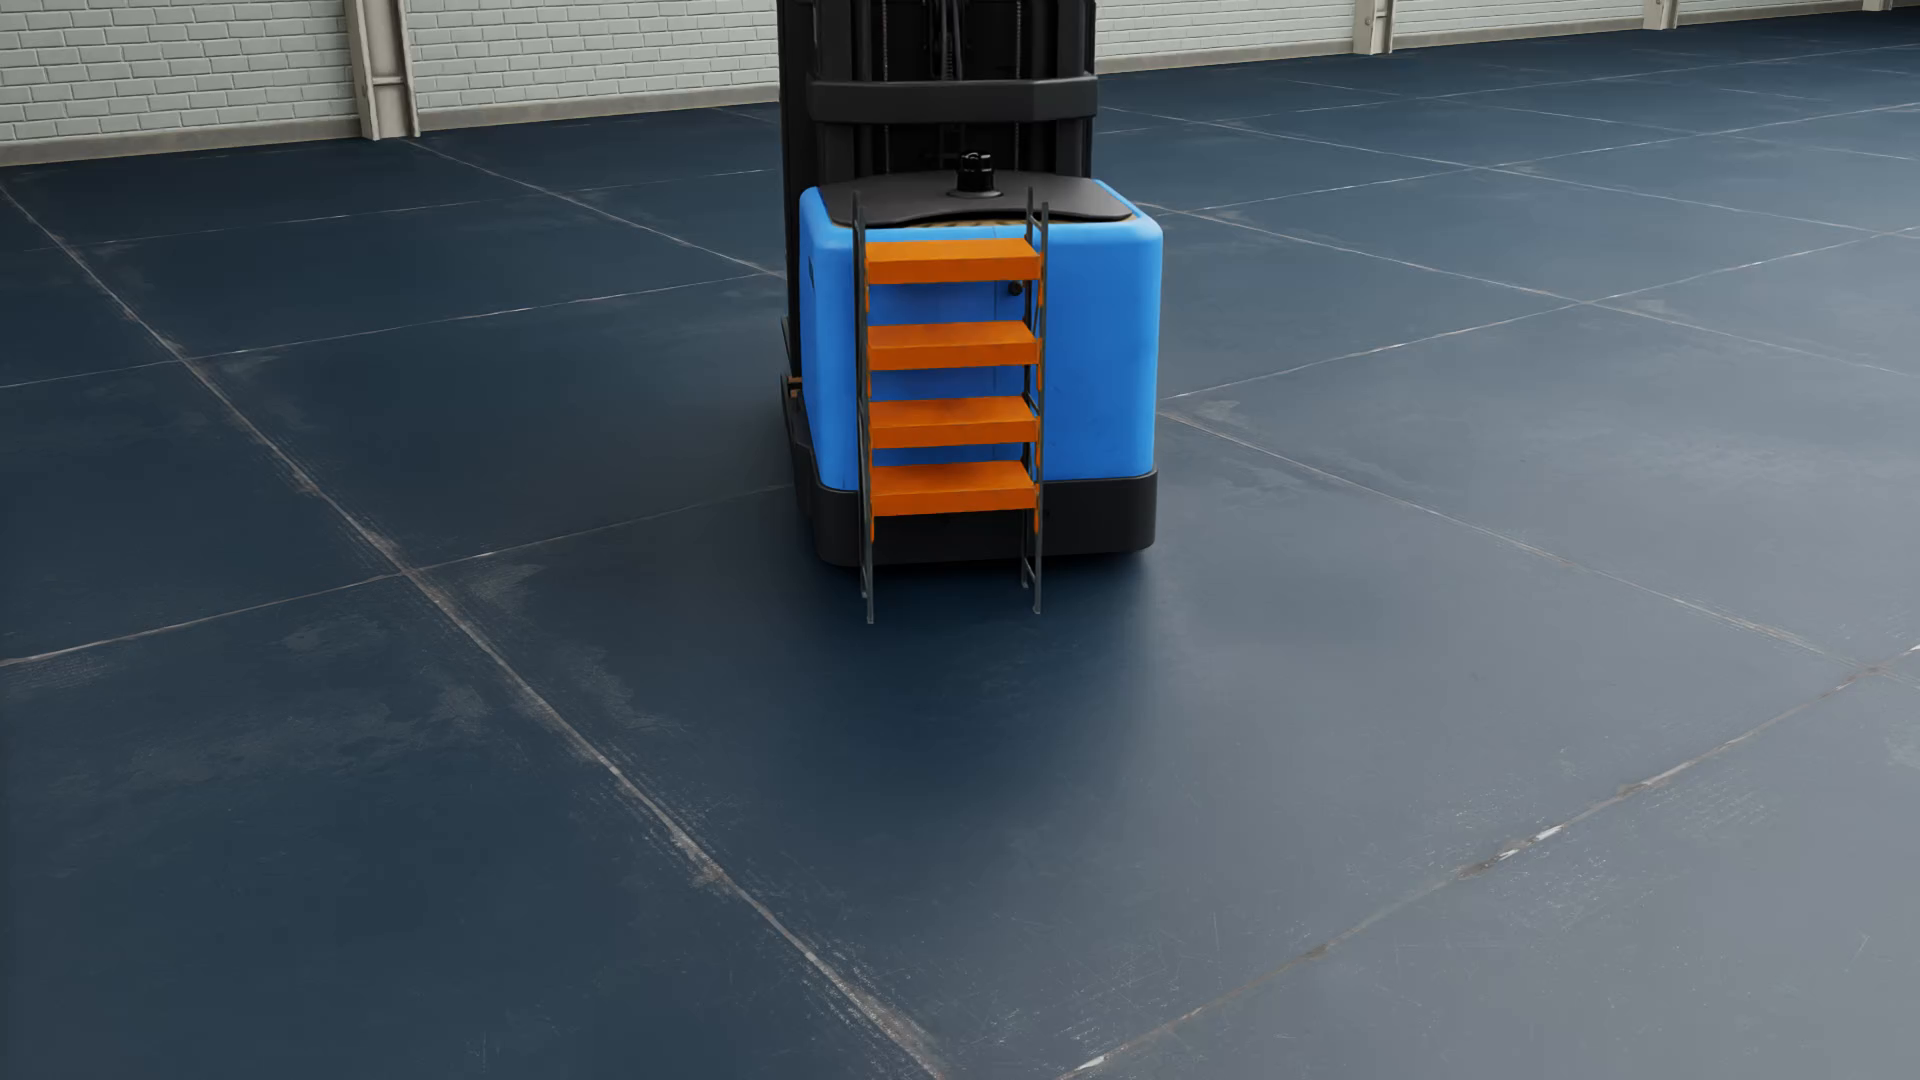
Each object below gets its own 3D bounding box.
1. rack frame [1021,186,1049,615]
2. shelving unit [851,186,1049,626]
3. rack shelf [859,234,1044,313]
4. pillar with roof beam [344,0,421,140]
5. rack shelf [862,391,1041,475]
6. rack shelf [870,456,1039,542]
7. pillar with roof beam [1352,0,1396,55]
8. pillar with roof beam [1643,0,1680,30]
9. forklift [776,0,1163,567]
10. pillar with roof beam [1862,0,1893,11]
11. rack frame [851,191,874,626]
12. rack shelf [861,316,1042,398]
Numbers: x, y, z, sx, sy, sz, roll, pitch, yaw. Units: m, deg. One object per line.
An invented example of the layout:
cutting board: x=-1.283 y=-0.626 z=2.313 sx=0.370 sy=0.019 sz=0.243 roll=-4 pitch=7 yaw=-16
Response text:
rack frame: x=0.210 y=-0.382 z=4.733 sx=0.015 sy=1.200 sz=0.240 roll=-3 pitch=22 yaw=-8
shelving unit: x=-0.031 y=-0.369 z=4.701 sx=0.503 sy=1.200 sz=0.258 roll=-3 pitch=22 yaw=-8
rack shelf: x=-0.031 y=-0.733 z=4.554 sx=0.480 sy=0.148 sz=0.258 roll=-3 pitch=22 yaw=-8
pillar with roof beam: x=-2.205 y=-6.235 z=8.880 sx=0.400 sy=9.000 sz=9.100 roll=-15 pitch=26 yaw=-33
rack shelf: x=-0.031 y=-0.306 z=4.726 sx=0.480 sy=0.148 sz=0.258 roll=-3 pitch=22 yaw=-8
rack shelf: x=-0.031 y=-0.122 z=4.799 sx=0.480 sy=0.148 sz=0.258 roll=-3 pitch=22 yaw=-8
pillar with roof beam: x=7.536 y=-8.833 z=15.389 sx=0.400 sy=9.000 sz=9.100 roll=-15 pitch=26 yaw=-33
pillar with roof beam: x=12.406 y=-10.131 z=18.644 sx=0.400 sy=9.000 sz=9.100 roll=-15 pitch=26 yaw=-33
forklift: x=-0.115 y=-1.791 z=5.930 sx=1.130 sy=2.935 sz=3.031 roll=-3 pitch=22 yaw=-8
pillar with roof beam: x=17.277 y=-11.430 z=21.899 sx=0.400 sy=9.000 sz=9.100 roll=-15 pitch=26 yaw=-33
rack frame: x=-0.273 y=-0.355 z=4.668 sx=0.015 sy=1.200 sz=0.240 roll=-3 pitch=22 yaw=-8
rack shelf: x=-0.031 y=-0.514 z=4.642 sx=0.480 sy=0.148 sz=0.258 roll=-3 pitch=22 yaw=-8
